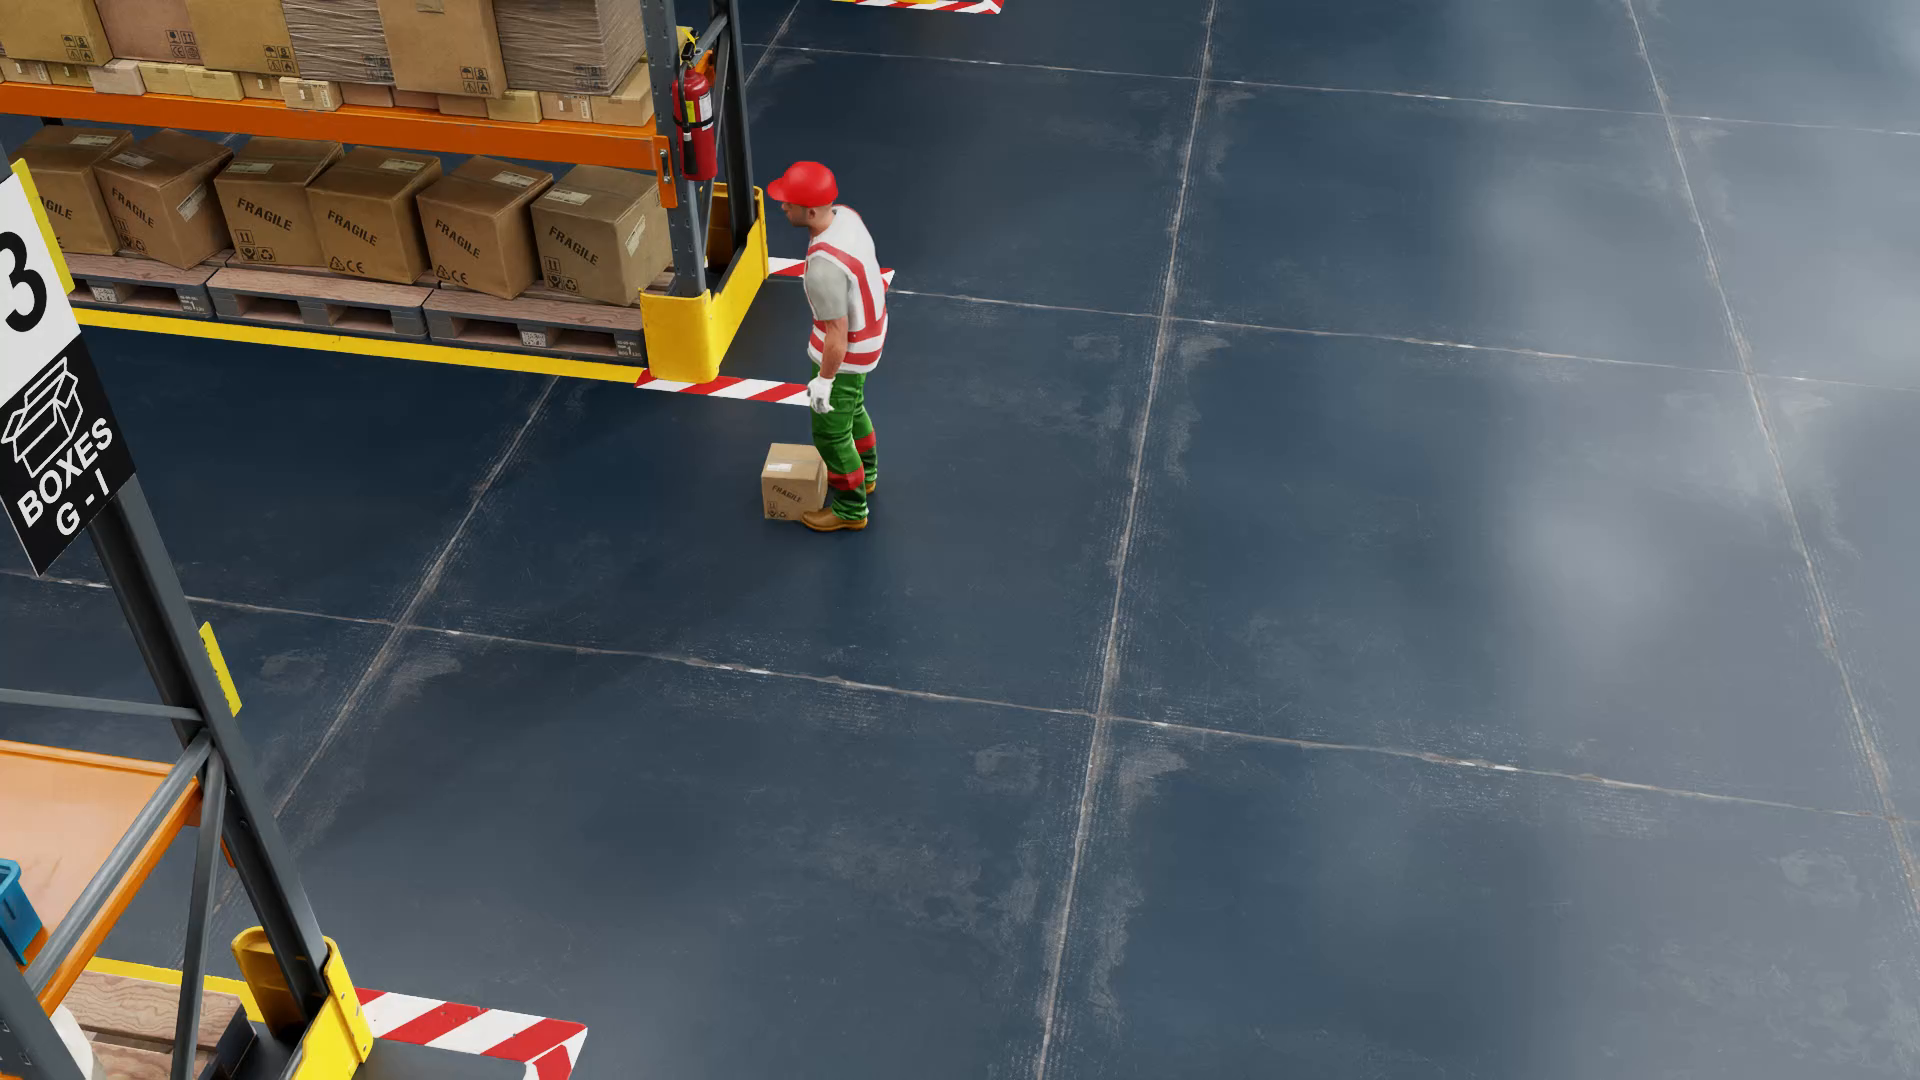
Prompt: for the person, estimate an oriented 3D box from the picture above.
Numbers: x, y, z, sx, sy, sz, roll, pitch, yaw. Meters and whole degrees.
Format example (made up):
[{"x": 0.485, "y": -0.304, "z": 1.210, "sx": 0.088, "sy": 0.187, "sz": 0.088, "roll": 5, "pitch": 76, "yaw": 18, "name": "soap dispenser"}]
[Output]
[{"x": -0.539, "y": -0.812, "z": 7.107, "sx": 0.451, "sy": 1.779, "sz": 0.618, "roll": 4, "pitch": 40, "yaw": 5, "name": "person"}]
